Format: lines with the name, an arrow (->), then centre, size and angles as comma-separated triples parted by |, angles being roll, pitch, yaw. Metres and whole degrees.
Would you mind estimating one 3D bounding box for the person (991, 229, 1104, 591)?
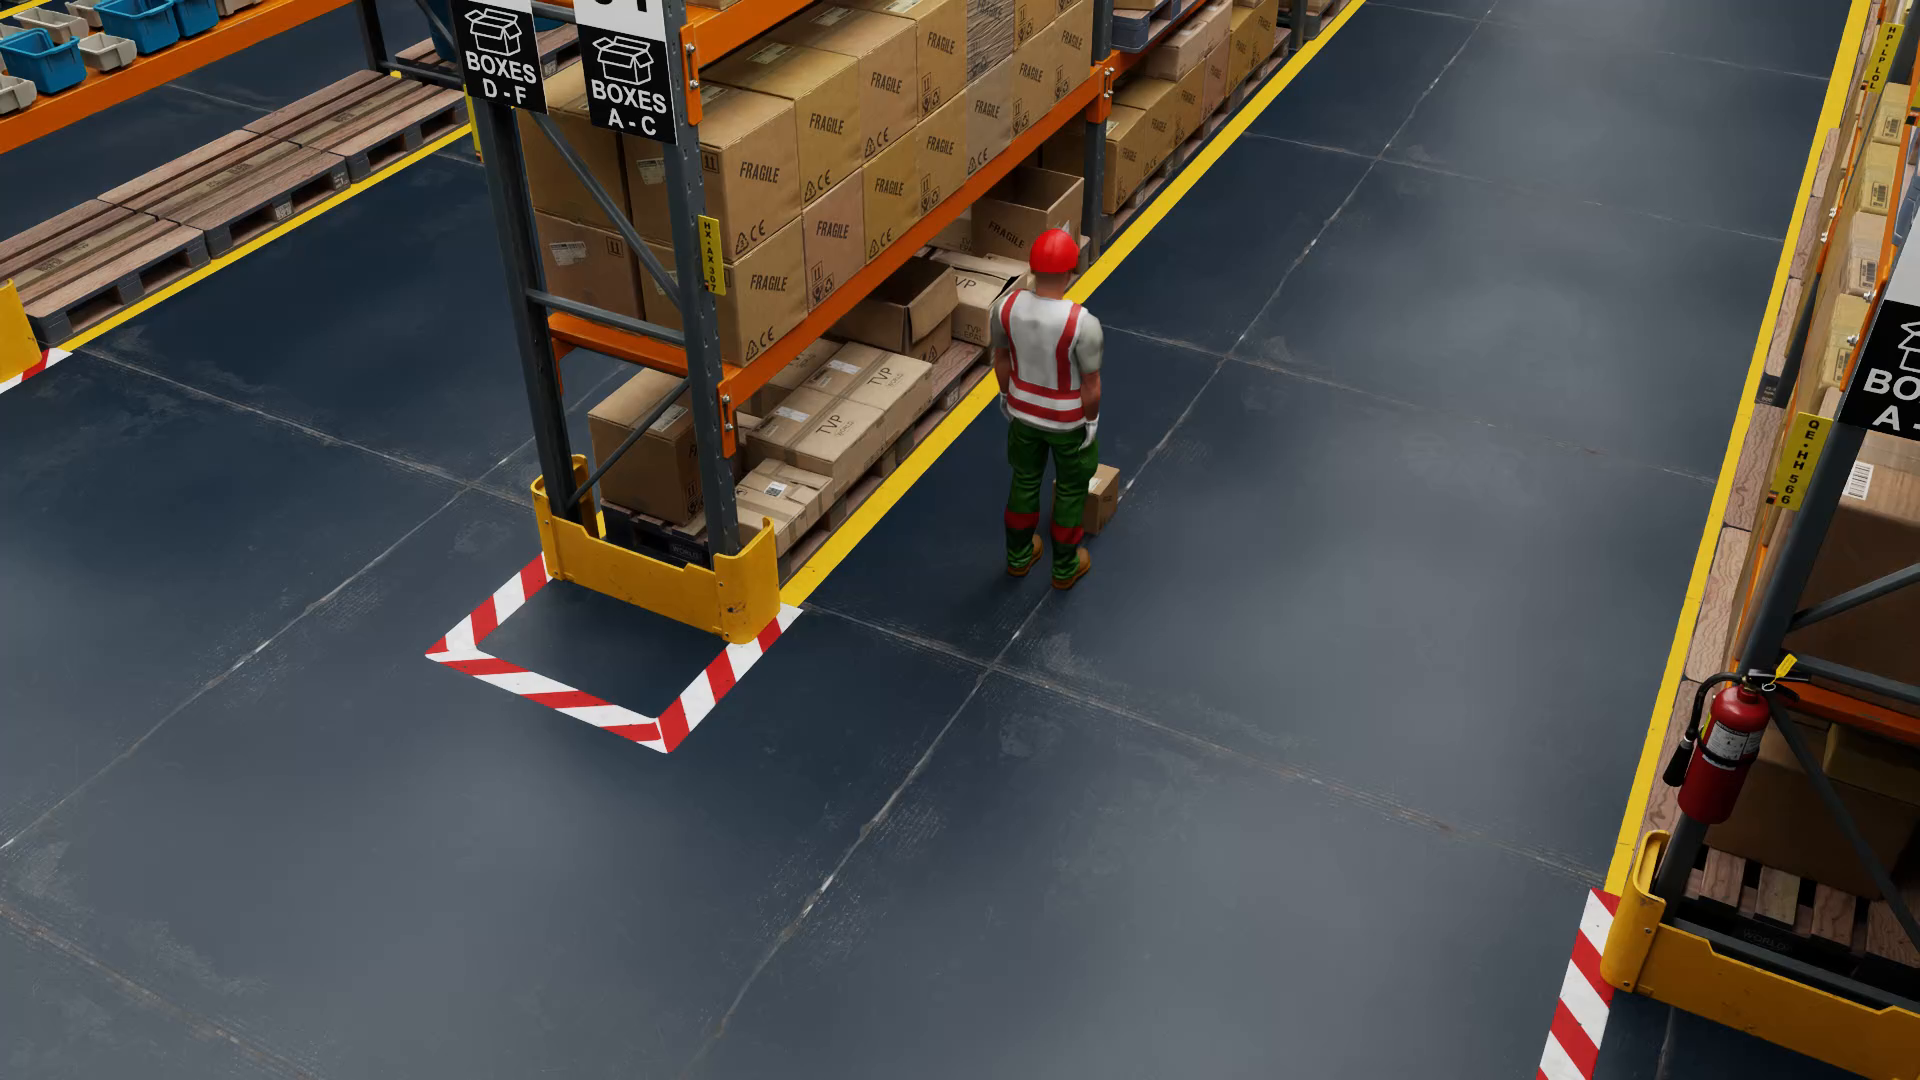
person -> 0.398, -0.575, 7.482 | 0.527, 1.780, 0.348 | 18, 41, 22
